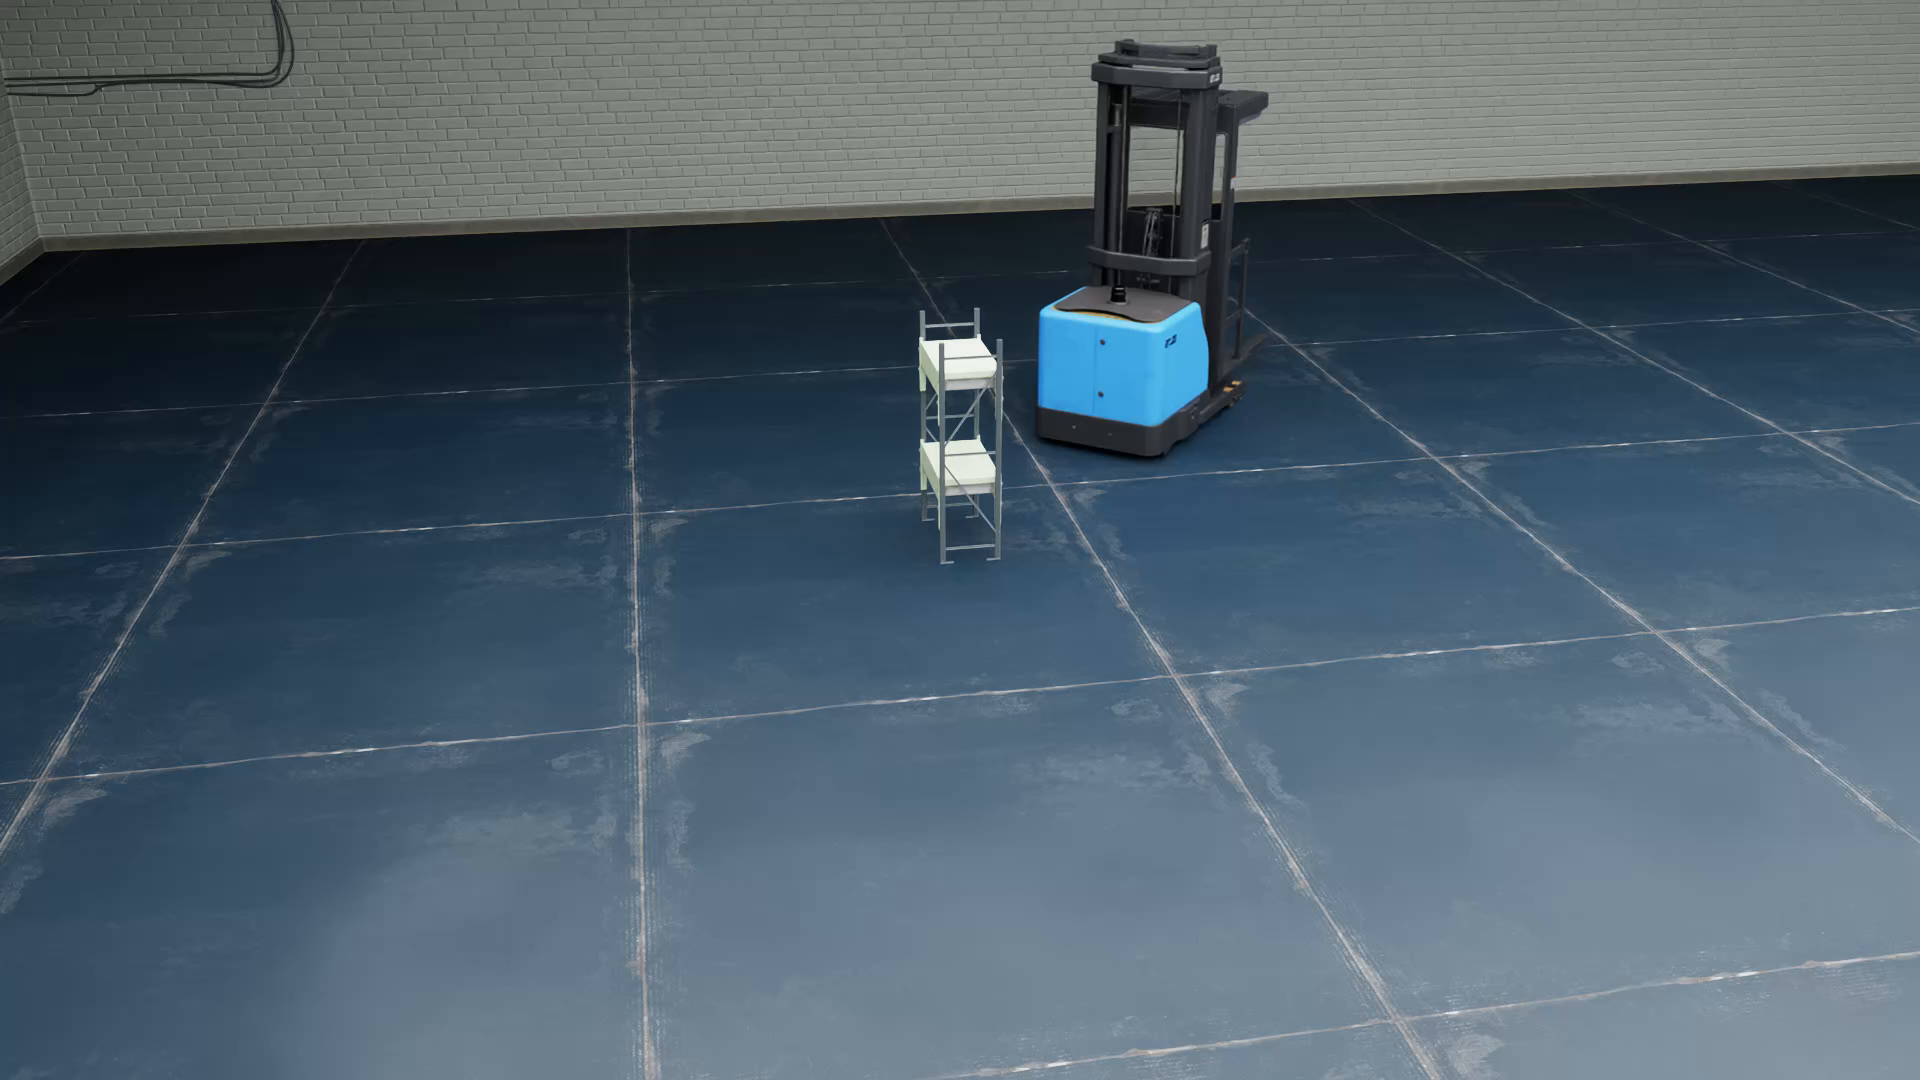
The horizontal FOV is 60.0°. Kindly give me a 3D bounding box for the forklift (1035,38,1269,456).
[{"bbox_3d":[1.742,-2.522,13.362,1.130,2.935,3.031,13,27,26],"label":"forklift"}]

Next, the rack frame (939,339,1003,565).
[{"bbox_3d":[0.066,-0.546,10.626,0.400,1.500,0.023,-4,24,-10],"label":"rack frame"}]

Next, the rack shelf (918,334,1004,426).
[{"bbox_3d":[-0.001,-1.048,10.800,0.431,0.370,0.720,-4,24,-10],"label":"rack shelf"}]

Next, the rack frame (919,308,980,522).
[{"bbox_3d":[-0.069,-0.834,11.285,0.400,1.500,0.023,-4,24,-10],"label":"rack frame"}]

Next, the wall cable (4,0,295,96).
[{"bbox_3d":[-8.846,-6.032,17.697,3.097,2.526,0.112,-4,24,-10],"label":"wall cable"}]

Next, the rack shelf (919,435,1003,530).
[{"bbox_3d":[-0.001,-0.391,11.086,0.431,0.370,0.720,-4,24,-10],"label":"rack shelf"}]

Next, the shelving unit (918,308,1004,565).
[{"bbox_3d":[-0.001,-0.690,10.956,0.431,1.500,0.755,-4,24,-10],"label":"shelving unit"}]
